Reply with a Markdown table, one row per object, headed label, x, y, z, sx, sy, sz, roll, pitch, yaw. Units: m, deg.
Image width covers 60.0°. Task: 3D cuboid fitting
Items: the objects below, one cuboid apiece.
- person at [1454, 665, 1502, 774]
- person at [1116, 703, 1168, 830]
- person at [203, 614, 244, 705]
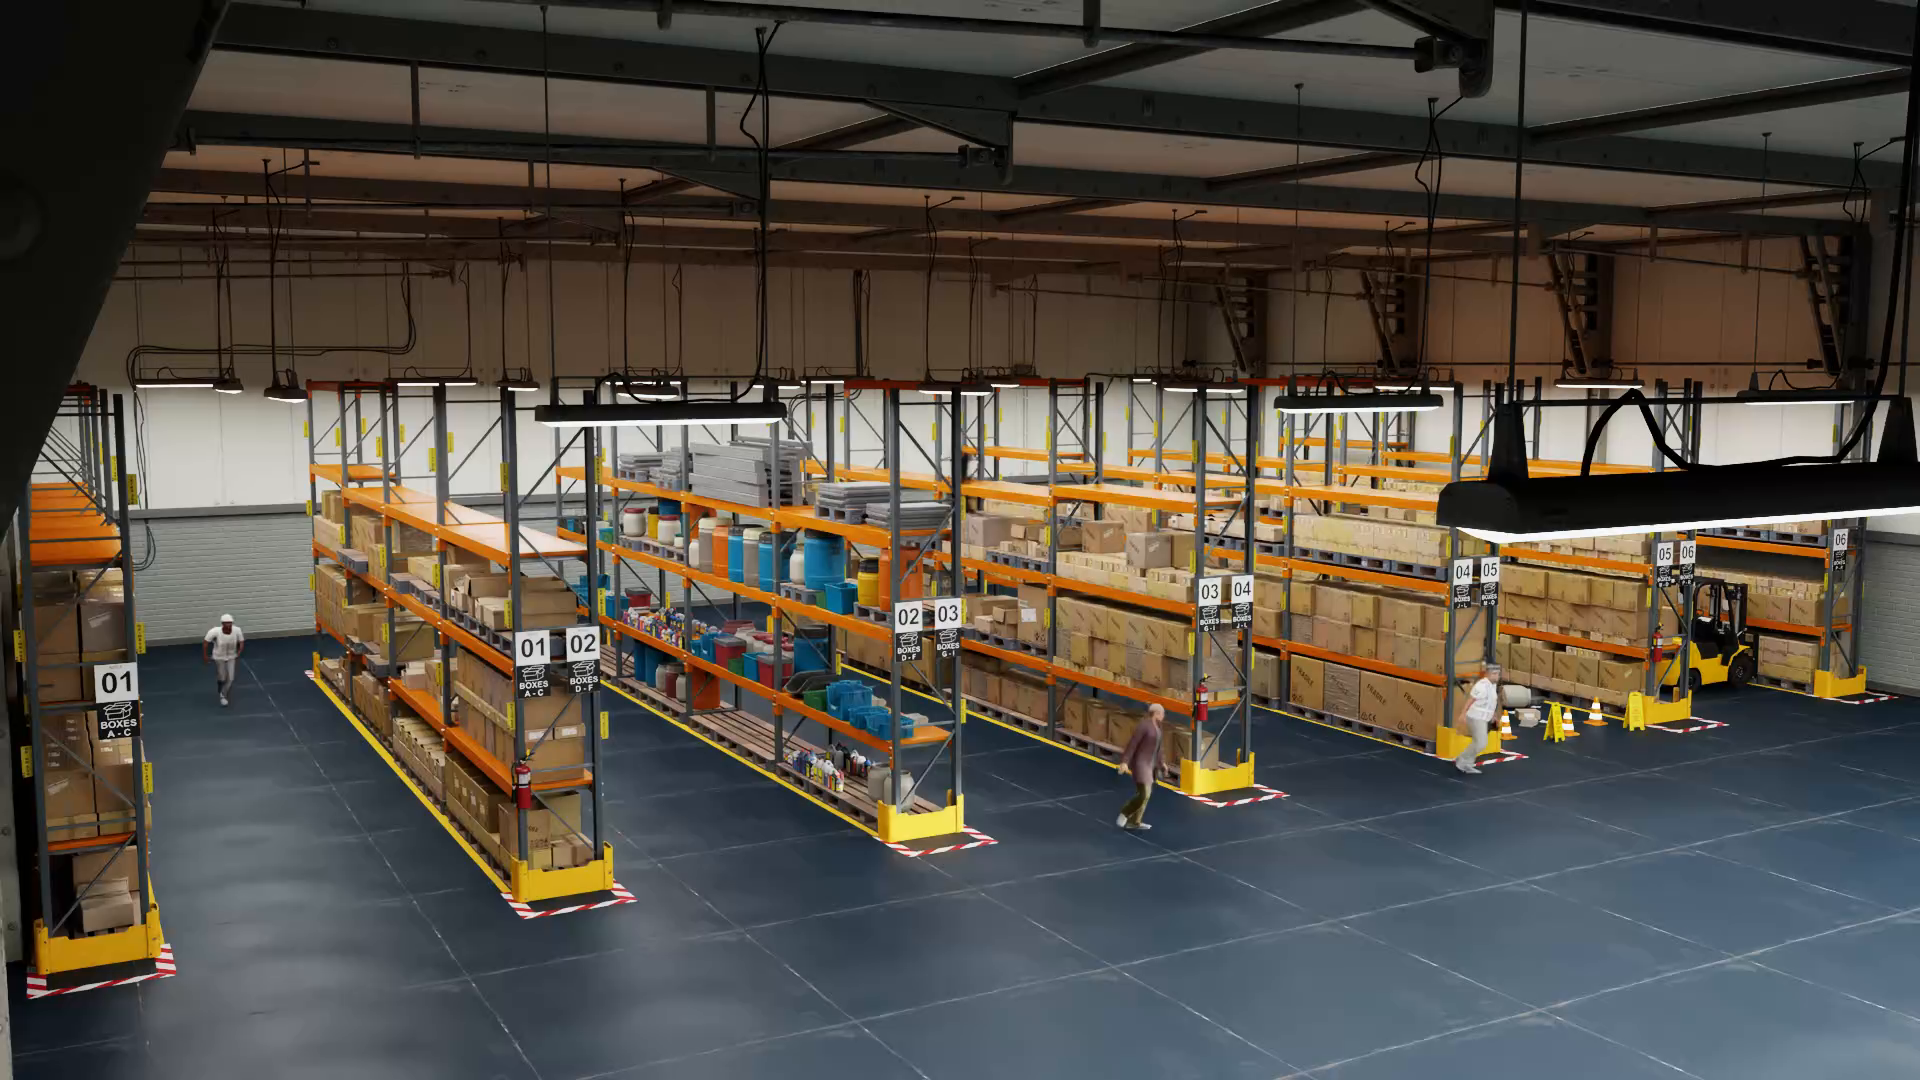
| label | x | y | z | sx | sy | sz | roll | pitch | yaw |
| --- | --- | --- | --- | --- | --- | --- | --- | --- | --- |
| person | 7.999 | 2.776 | 25.681 | 0.613 | 1.717 | 0.711 | 4 | 7 | 32 |
| person | 2.461 | 3.133 | 22.571 | 0.554 | 1.635 | 0.743 | 4 | 7 | 34 |
| person | -13.695 | 2.205 | 30.963 | 0.702 | 1.694 | 0.702 | -6 | 8 | -43 |
